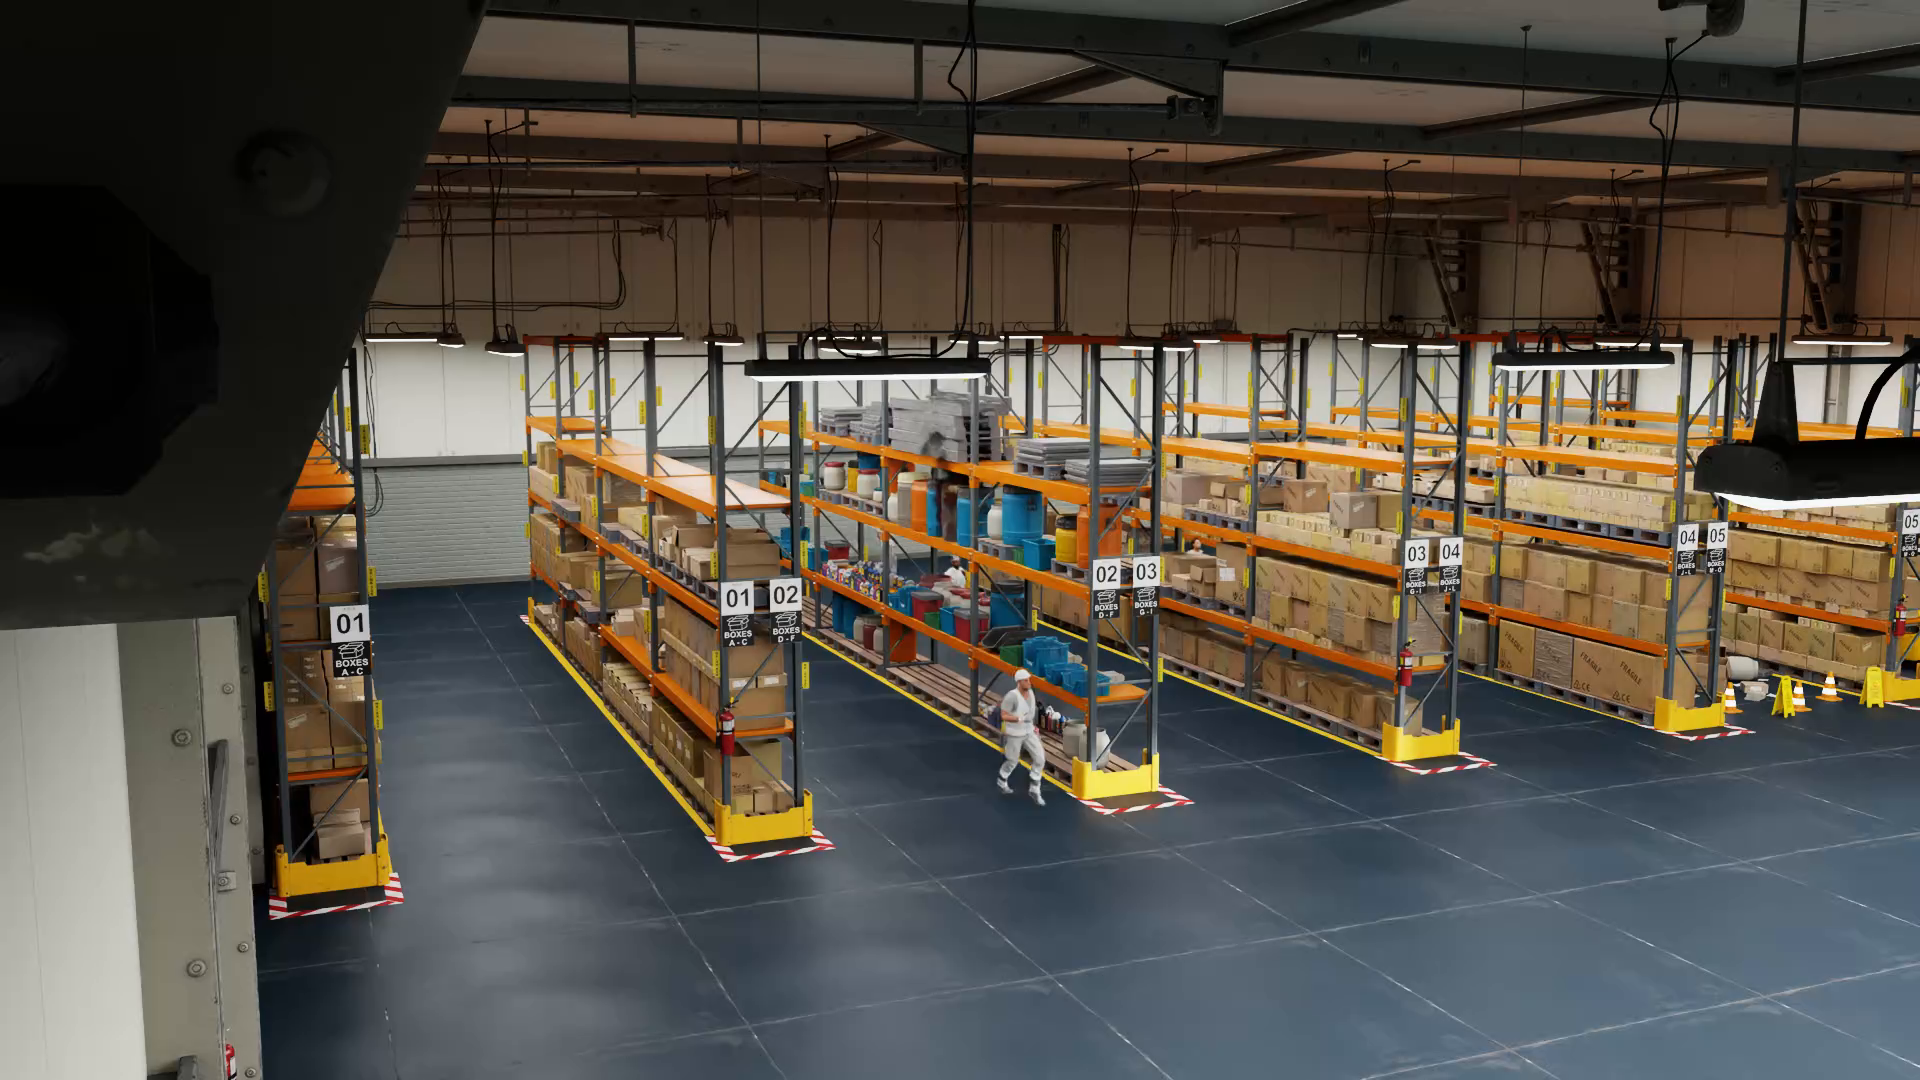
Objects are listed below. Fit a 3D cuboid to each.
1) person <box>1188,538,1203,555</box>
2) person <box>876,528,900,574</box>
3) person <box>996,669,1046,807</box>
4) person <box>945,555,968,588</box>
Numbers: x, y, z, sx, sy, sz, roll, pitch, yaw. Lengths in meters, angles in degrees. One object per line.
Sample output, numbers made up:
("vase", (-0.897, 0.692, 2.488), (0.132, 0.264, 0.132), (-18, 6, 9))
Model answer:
("person", (5.133, 0.761, 35.728), (0.552, 1.630, 0.585), (-4, 9, -29))
("person", (-1.767, 0.164, 39.785), (0.901, 1.789, 0.669), (0, 8, 0))
("person", (0.764, 2.569, 21.796), (0.668, 1.817, 0.824), (-6, 10, -38))
("person", (-0.030, 1.105, 33.067), (0.552, 1.658, 0.628), (-4, 9, -28))
